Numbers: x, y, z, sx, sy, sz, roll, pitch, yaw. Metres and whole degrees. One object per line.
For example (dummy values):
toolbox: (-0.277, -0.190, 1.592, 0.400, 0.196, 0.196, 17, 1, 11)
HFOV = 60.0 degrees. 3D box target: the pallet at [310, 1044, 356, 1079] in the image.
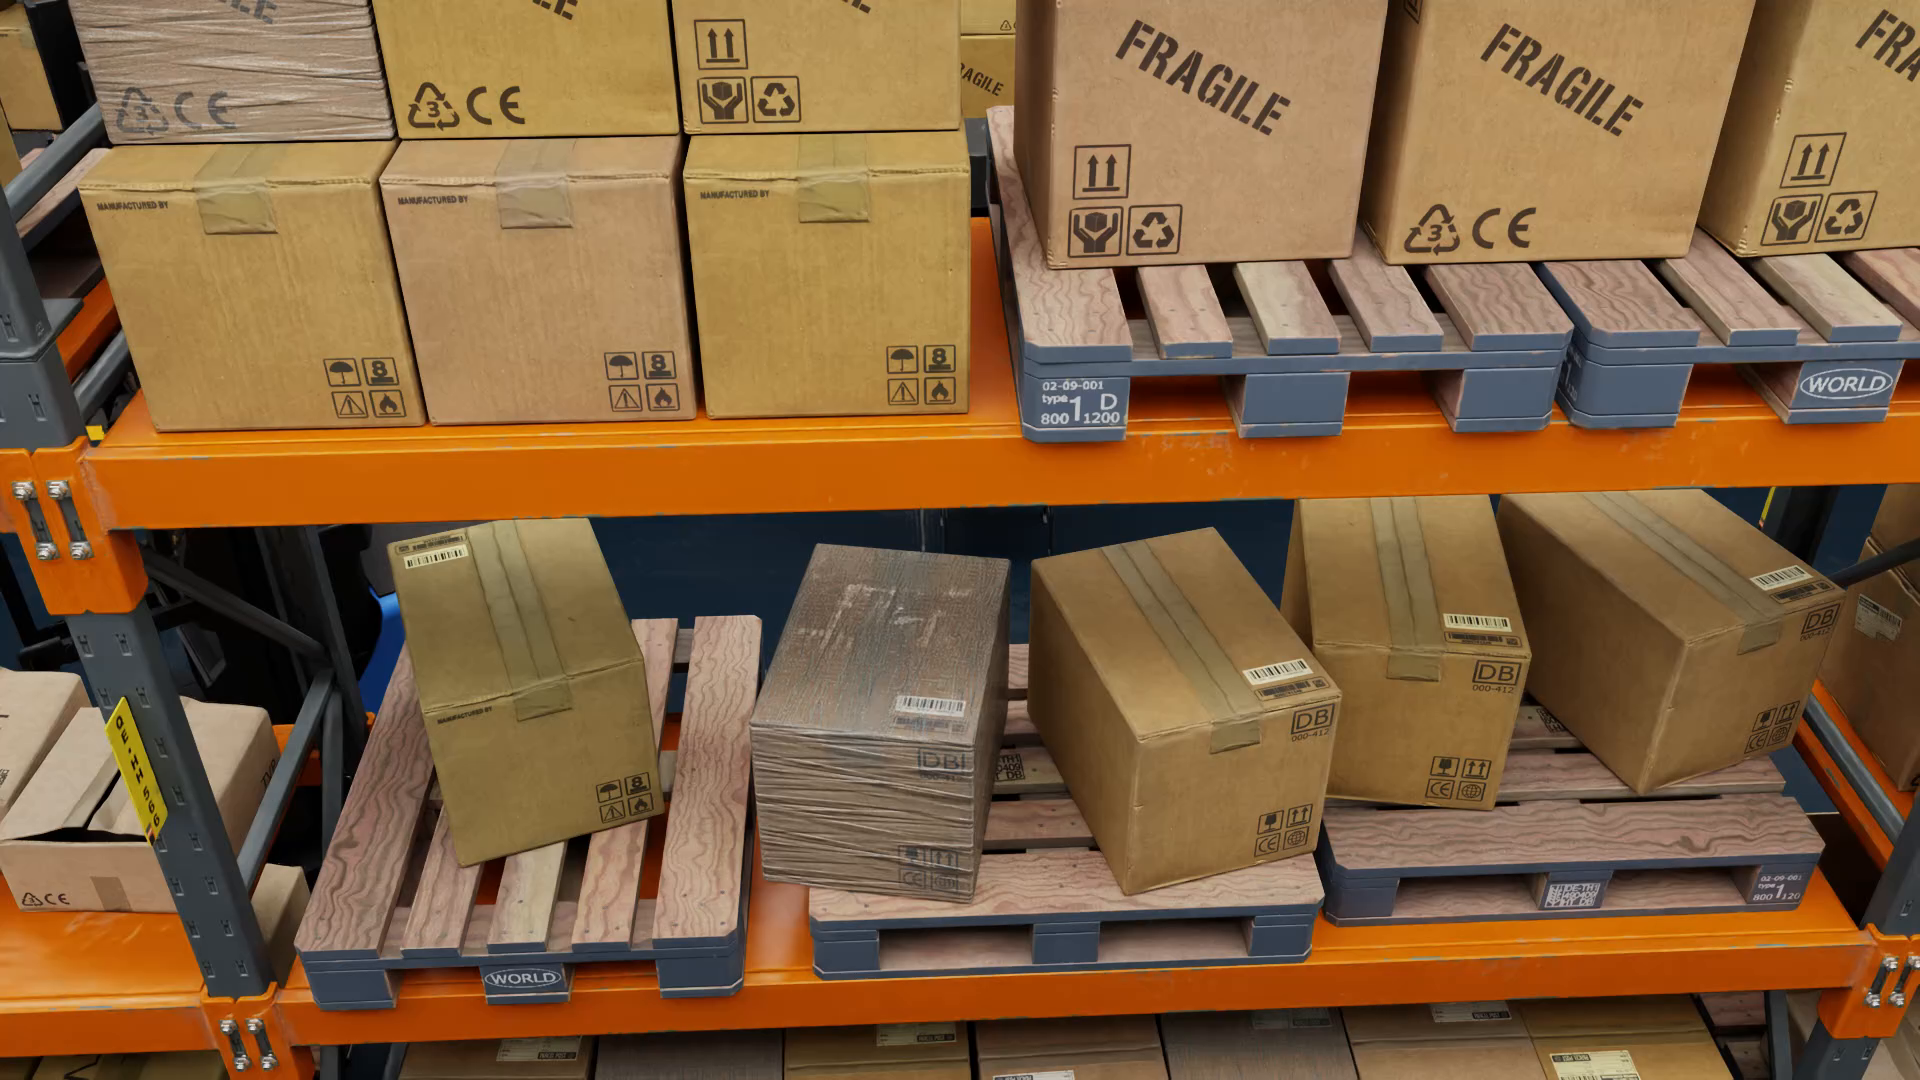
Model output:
pallet: (-2.539, 1.785, 4.986, 1.213, 0.211, 1.003, -2, 35, -2)

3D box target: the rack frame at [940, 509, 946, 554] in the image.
rack frame: (-0.078, -0.861, 7.149, 0.015, 2.100, 0.400, -2, 35, -2)

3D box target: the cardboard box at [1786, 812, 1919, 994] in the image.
cardboard box: (2.836, 1.201, 5.189, 0.500, 0.500, 0.500, -2, 35, -2)

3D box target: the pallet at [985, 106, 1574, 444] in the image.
pallet: (0.590, -0.619, 3.537, 1.003, 0.211, 1.213, -2, 35, -2)

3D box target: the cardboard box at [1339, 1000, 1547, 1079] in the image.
cardboard box: (1.307, 1.562, 4.667, 0.500, 0.500, 0.500, -1, 35, -2)

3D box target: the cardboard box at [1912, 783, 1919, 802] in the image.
cardboard box: (2.803, 0.630, 4.116, 0.500, 0.500, 0.500, -1, 35, -1)

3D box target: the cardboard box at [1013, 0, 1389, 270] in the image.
cardboard box: (0.442, -0.949, 3.305, 0.600, 0.600, 0.600, -3, 35, -4)

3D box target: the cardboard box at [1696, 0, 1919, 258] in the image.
cardboard box: (1.774, -0.986, 3.359, 0.600, 0.600, 0.600, -5, 35, -7)

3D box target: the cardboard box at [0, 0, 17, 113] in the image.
cardboard box: (-4.880, -2.297, 7.959, 0.500, 0.500, 0.700, 2, 35, 3)

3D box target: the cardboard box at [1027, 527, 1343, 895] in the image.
cardboard box: (0.519, 0.399, 4.081, 0.500, 0.500, 0.700, -10, 36, -14)

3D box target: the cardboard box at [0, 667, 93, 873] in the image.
cardboard box: (-2.617, 0.589, 4.342, 0.500, 0.311, 0.500, -2, 35, -3)

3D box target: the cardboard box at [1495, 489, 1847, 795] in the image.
cardboard box: (1.797, 0.202, 4.365, 0.500, 0.500, 0.700, -13, 37, -18)

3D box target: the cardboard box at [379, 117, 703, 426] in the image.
cardboard box: (-0.771, -0.681, 3.375, 0.500, 0.500, 0.910, -2, 35, -2)

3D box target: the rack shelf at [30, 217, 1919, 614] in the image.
rack shelf: (0.283, -0.354, 3.621, 4.000, 0.370, 1.077, -2, 35, -2)

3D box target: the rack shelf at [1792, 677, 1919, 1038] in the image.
rack shelf: (4.278, 0.772, 4.631, 4.000, 0.370, 1.077, -2, 35, -2)

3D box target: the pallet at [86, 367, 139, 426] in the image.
pallet: (-3.949, -0.980, 8.980, 1.213, 0.211, 1.003, -2, 35, -2)

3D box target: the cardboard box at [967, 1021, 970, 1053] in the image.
cardboard box: (0.249, 1.295, 5.053, 0.500, 0.500, 0.500, -3, 35, -4)

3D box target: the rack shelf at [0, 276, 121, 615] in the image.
rack shelf: (-3.713, -0.246, 3.466, 4.000, 0.370, 1.077, -2, 35, -2)

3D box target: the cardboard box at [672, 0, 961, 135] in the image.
cardboard box: (-0.260, -1.083, 3.077, 0.500, 0.500, 0.500, -2, 35, -2)

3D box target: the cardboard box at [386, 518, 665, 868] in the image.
cardboard box: (-1.091, 0.343, 4.161, 0.500, 0.500, 0.700, -13, 37, -18)

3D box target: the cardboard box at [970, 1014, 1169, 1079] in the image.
cardboard box: (0.298, 1.590, 4.626, 0.500, 0.500, 0.500, -3, 35, -4)

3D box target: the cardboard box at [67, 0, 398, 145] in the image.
cardboard box: (-1.279, -1.056, 3.037, 0.500, 0.500, 0.500, -2, 35, -2)

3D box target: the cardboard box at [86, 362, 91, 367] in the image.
cardboard box: (-4.700, -1.295, 8.795, 0.500, 0.500, 0.700, -2, 35, -3)

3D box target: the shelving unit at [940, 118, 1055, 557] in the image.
shelving unit: (0.165, -0.868, 7.159, 0.503, 2.100, 0.431, -2, 35, -2)

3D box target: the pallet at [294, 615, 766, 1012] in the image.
pallet: (-1.041, 0.659, 4.331, 1.003, 0.211, 1.213, -2, 35, -2)

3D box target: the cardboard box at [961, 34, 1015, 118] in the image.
cardboard box: (0.083, -2.257, 8.009, 0.500, 0.500, 0.500, -1, 35, -1)

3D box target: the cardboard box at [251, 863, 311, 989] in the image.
cardboard box: (-2.252, 1.213, 4.917, 0.500, 0.311, 0.500, 0, 35, -1)

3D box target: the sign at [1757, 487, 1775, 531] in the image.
sign: (2.247, -0.134, 4.547, 0.005, 0.325, 0.100, -2, 35, -2)

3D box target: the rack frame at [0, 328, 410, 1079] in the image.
rack frame: (-1.715, 0.638, 4.192, 0.127, 3.000, 1.000, -2, 35, -2)

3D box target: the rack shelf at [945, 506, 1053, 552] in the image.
rack shelf: (0.165, -0.281, 7.565, 0.480, 0.518, 0.431, -2, 35, -2)

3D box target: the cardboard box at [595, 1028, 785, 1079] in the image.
cardboard box: (-0.724, 1.618, 4.586, 0.500, 0.500, 0.500, -3, 35, -4)

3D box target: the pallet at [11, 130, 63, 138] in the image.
pallet: (-3.928, -2.022, 8.205, 1.213, 0.211, 1.003, -2, 35, -2)

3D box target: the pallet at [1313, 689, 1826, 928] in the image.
pallet: (1.477, 0.569, 4.461, 1.213, 0.211, 1.003, -2, 35, -2)

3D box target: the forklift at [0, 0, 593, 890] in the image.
forklift: (-2.793, -0.096, 5.314, 3.031, 2.935, 1.130, -23, 41, -29)

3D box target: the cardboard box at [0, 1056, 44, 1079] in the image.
cardboard box: (-2.745, 1.537, 4.447, 0.500, 0.311, 0.500, -2, 35, -3)
